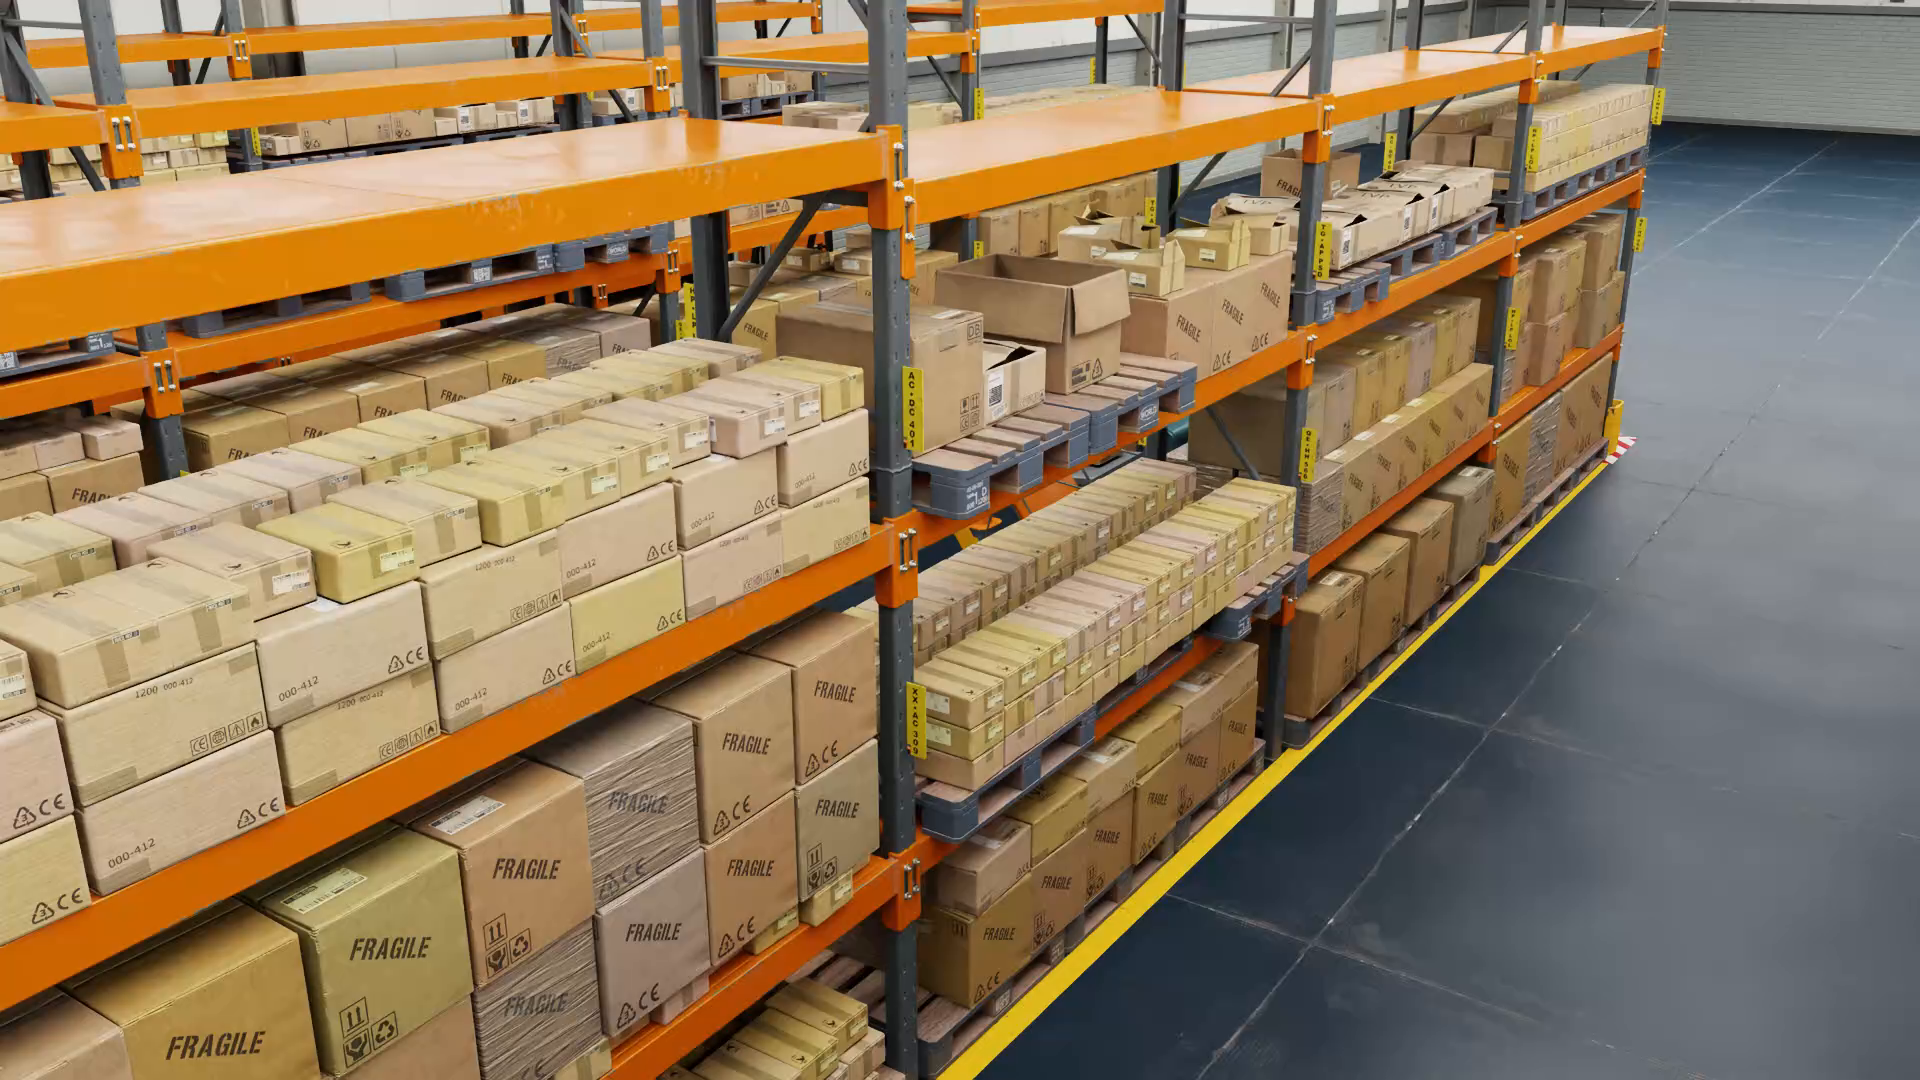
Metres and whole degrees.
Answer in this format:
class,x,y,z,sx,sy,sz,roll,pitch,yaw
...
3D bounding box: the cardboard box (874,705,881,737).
class,x,y,z,sx,sy,sz,roll,pitch,yaw
cardboard box,-0.576,0.813,7.648,0.380,0.149,0.250,13,24,31

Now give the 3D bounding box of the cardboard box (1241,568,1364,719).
class,x,y,z,sx,sy,sz,roll,pitch,yaw
cardboard box,2.030,0.598,11.109,1.050,0.750,0.750,13,24,31

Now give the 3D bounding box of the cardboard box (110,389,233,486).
class,x,y,z,sx,sy,sz,roll,pitch,yaw
cardboard box,-4.742,-0.585,10.084,0.500,0.500,0.500,14,25,34

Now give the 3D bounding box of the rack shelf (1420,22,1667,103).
class,x,y,z,sx,sy,sz,roll,pitch,yaw
rack shelf,4.986,-4.113,14.175,1.077,0.370,4.000,13,24,32

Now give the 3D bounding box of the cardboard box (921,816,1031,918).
class,x,y,z,sx,sy,sz,roll,pitch,yaw
cardboard box,-0.001,1.508,7.929,0.500,0.250,0.500,12,23,29

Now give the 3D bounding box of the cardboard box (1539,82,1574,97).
class,x,y,z,sx,sy,sz,roll,pitch,yaw
cardboard box,5.518,-4.200,15.582,0.380,0.149,0.250,13,24,32

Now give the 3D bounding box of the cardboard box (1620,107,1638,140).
class,x,y,z,sx,sy,sz,roll,pitch,yaw
cardboard box,5.785,-3.780,15.022,0.500,0.250,0.500,13,24,32

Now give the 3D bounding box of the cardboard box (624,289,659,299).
class,x,y,z,sx,sy,sz,roll,pitch,yaw
cardboard box,-3.569,-2.753,19.447,0.500,0.250,0.500,13,24,32

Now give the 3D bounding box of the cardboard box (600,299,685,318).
class,x,y,z,sx,sy,sz,roll,pitch,yaw
cardboard box,-2.512,-1.607,13.256,0.500,0.500,0.500,12,24,30

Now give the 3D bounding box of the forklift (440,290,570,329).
class,x,y,z,sx,sy,sz,roll,pitch,yaw
forklift,-3.596,-1.513,14.277,1.130,2.935,3.031,10,23,25

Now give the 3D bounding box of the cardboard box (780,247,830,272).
class,x,y,z,sx,sy,sz,roll,pitch,yaw
cardboard box,-1.371,-2.477,14.672,0.380,0.149,0.250,15,25,35

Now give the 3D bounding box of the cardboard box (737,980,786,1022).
class,x,y,z,sx,sy,sz,roll,pitch,yaw
cardboard box,-1.000,1.964,7.425,0.380,0.149,0.250,14,25,34

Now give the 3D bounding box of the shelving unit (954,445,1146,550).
class,x,y,z,sx,sy,sz,roll,pitch,yaw
shelving unit,0.739,-0.529,13.899,1.500,0.587,1.083,-29,1,37

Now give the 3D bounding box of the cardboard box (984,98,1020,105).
class,x,y,z,sx,sy,sz,roll,pitch,yaw
cardboard box,0.383,-4.369,16.789,0.380,0.149,0.250,14,24,32

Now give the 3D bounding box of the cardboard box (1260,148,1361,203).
class,x,y,z,sx,sy,sz,roll,pitch,yaw
cardboard box,2.359,-2.354,11.235,0.500,0.500,0.500,13,24,32

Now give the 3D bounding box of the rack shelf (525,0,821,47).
class,x,y,z,sx,sy,sz,roll,pitch,yaw
rack shelf,-3.272,-6.017,19.320,1.077,0.370,4.000,13,24,32

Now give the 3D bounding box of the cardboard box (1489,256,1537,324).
class,x,y,z,sx,sy,sz,roll,pitch,yaw
cardboard box,4.311,-2.107,14.012,0.875,0.550,0.550,13,24,32

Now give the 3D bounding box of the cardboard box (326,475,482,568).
class,x,y,z,sx,sy,sz,roll,pitch,yaw
cardboard box,-1.616,-0.054,4.832,0.380,0.149,0.250,14,25,34

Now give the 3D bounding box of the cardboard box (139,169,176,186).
class,x,y,z,sx,sy,sz,roll,pitch,yaw
cardboard box,-7.014,-3.004,14.102,0.500,0.250,0.500,13,24,32

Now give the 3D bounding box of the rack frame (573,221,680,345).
class,x,y,z,sx,sy,sz,roll,pitch,yaw
rack frame,-2.537,-1.039,12.899,1.000,3.000,0.127,13,24,32

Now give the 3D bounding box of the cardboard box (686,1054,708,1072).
class,x,y,z,sx,sy,sz,roll,pitch,yaw
cardboard box,-1.279,2.254,7.070,0.380,0.149,0.250,13,24,32

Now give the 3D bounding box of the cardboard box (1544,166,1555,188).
class,x,y,z,sx,sy,sz,roll,pitch,yaw
cardboard box,4.492,-2.896,13.208,0.380,0.149,0.250,13,24,32

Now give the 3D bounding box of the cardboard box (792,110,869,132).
class,x,y,z,sx,sy,sz,roll,pitch,yaw
cardboard box,-1.064,-3.467,14.027,0.500,0.250,0.500,14,24,33

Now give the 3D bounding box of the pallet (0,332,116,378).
class,x,y,z,sx,sy,sz,roll,pitch,yaw
pallet,-5.254,-1.024,8.662,1.003,0.211,1.213,13,24,32

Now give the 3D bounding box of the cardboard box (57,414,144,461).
class,x,y,z,sx,sy,sz,roll,pitch,yaw
cardboard box,-4.696,-0.561,9.086,0.380,0.149,0.250,13,24,31

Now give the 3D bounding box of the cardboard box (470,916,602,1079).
class,x,y,z,sx,sy,sz,roll,pitch,yaw
cardboard box,-1.556,1.487,5.496,0.500,0.500,0.500,13,24,30

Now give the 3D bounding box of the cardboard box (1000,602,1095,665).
class,x,y,z,sx,sy,sz,roll,pitch,yaw
cardboard box,0.407,0.438,7.804,0.380,0.149,0.250,13,24,31

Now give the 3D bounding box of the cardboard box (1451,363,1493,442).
class,x,y,z,sx,sy,sz,roll,pitch,yaw
cardboard box,3.790,-1.096,12.907,0.500,0.500,0.500,13,24,32

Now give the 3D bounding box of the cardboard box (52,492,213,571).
class,x,y,z,sx,sy,sz,roll,pitch,yaw
cardboard box,-2.325,-0.002,4.690,0.380,0.149,0.250,13,24,31

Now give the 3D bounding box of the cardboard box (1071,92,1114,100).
class,x,y,z,sx,sy,sz,roll,pitch,yaw
cardboard box,1.380,-4.568,17.328,0.380,0.149,0.250,13,24,32

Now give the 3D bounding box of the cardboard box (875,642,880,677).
class,x,y,z,sx,sy,sz,roll,pitch,yaw
cardboard box,-0.571,0.533,7.546,0.380,0.149,0.250,15,25,34

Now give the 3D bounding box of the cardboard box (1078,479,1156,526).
class,x,y,z,sx,sy,sz,roll,pitch,yaw
cardboard box,0.903,-0.219,9.581,0.380,0.149,0.250,13,24,32

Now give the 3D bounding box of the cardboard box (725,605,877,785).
class,x,y,z,sx,sy,sz,roll,pitch,yaw
cardboard box,-0.676,0.577,6.515,0.500,0.500,0.500,12,24,30

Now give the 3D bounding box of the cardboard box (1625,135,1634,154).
class,x,y,z,sx,sy,sz,roll,pitch,yaw
cardboard box,5.918,-3.624,15.174,0.380,0.149,0.250,14,24,33

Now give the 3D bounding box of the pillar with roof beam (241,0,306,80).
class,x,y,z,sx,sy,sz,roll,pitch,yaw
pillar with roof beam,-3.097,-4.530,13.689,9.100,9.000,0.400,13,24,32

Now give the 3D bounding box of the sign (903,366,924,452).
class,x,y,z,sx,sy,sz,roll,pitch,yaw
sign,-0.182,-0.501,6.374,0.100,0.325,0.005,13,24,32

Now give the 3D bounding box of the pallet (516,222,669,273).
class,x,y,z,sx,sy,sz,roll,pitch,yaw
pallet,-2.855,-2.163,11.883,1.213,0.211,1.003,15,25,34

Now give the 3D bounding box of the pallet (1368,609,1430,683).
class,x,y,z,sx,sy,sz,roll,pitch,yaw
pallet,2.805,0.645,12.365,1.003,0.211,1.213,13,24,32

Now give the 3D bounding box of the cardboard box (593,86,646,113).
class,x,y,z,sx,sy,sz,roll,pitch,yaw
cardboard box,-3.727,-4.954,18.537,0.500,0.311,0.500,14,24,33

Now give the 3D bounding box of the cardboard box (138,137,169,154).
class,x,y,z,sx,sy,sz,roll,pitch,yaw
cardboard box,-6.936,-3.372,14.094,0.380,0.149,0.250,12,24,30

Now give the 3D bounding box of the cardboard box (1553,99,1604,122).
class,x,y,z,sx,sy,sz,roll,pitch,yaw
cardboard box,5.203,-3.632,14.048,0.380,0.149,0.250,13,24,32

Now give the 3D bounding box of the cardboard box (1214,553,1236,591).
class,x,y,z,sx,sy,sz,roll,pitch,yaw
cardboard box,1.277,0.134,9.056,0.380,0.149,0.250,13,24,32

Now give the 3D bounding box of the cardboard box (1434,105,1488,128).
class,x,y,z,sx,sy,sz,roll,pitch,yaw
cardboard box,4.088,-3.469,13.607,0.380,0.149,0.250,13,24,32

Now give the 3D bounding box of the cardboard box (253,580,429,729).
class,x,y,z,sx,sy,sz,roll,pitch,yaw
cardboard box,-1.836,0.254,4.575,0.500,0.250,0.500,14,24,32

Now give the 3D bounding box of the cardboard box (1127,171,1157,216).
class,x,y,z,sx,sy,sz,roll,pitch,yaw
cardboard box,1.853,-3.801,18.350,0.700,0.500,0.500,13,24,31

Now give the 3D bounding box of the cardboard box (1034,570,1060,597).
class,x,y,z,sx,sy,sz,roll,pitch,yaw
cardboard box,0.304,0.226,8.806,0.380,0.149,0.250,14,25,34

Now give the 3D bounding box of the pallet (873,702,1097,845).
class,x,y,z,sx,sy,sz,roll,pitch,yaw
pallet,-0.085,0.944,7.814,1.003,0.211,1.213,13,24,32

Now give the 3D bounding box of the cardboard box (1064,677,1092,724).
class,x,y,z,sx,sy,sz,roll,pitch,yaw
cardboard box,0.404,0.719,7.902,0.380,0.149,0.250,14,24,32

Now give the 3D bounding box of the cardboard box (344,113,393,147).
class,x,y,z,sx,sy,sz,roll,pitch,yaw
cardboard box,-5.835,-4.028,15.762,0.700,0.500,0.500,13,24,31

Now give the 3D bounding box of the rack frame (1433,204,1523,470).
class,x,y,z,sx,sy,sz,roll,pitch,yaw
rack frame,3.862,-1.251,13.470,1.000,3.000,0.127,13,24,32

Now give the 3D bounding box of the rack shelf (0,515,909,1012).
class,x,y,z,sx,sy,sz,roll,pitch,yaw
rack shelf,-1.759,0.549,5.317,1.077,0.370,4.000,13,24,32

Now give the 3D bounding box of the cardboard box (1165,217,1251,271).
class,x,y,z,sx,sy,sz,roll,pitch,yaw
cardboard box,1.325,-1.599,8.840,0.396,0.266,0.258,13,24,32

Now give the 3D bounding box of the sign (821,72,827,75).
class,x,y,z,sx,sy,sz,roll,pitch,yaw
sign,-1.706,-5.977,20.761,0.100,0.325,0.005,13,24,32

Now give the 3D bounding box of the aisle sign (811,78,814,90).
class,x,y,z,sx,sy,sz,roll,pitch,yaw
aisle sign,-1.867,-5.483,21.163,0.394,0.787,0.004,13,24,32
